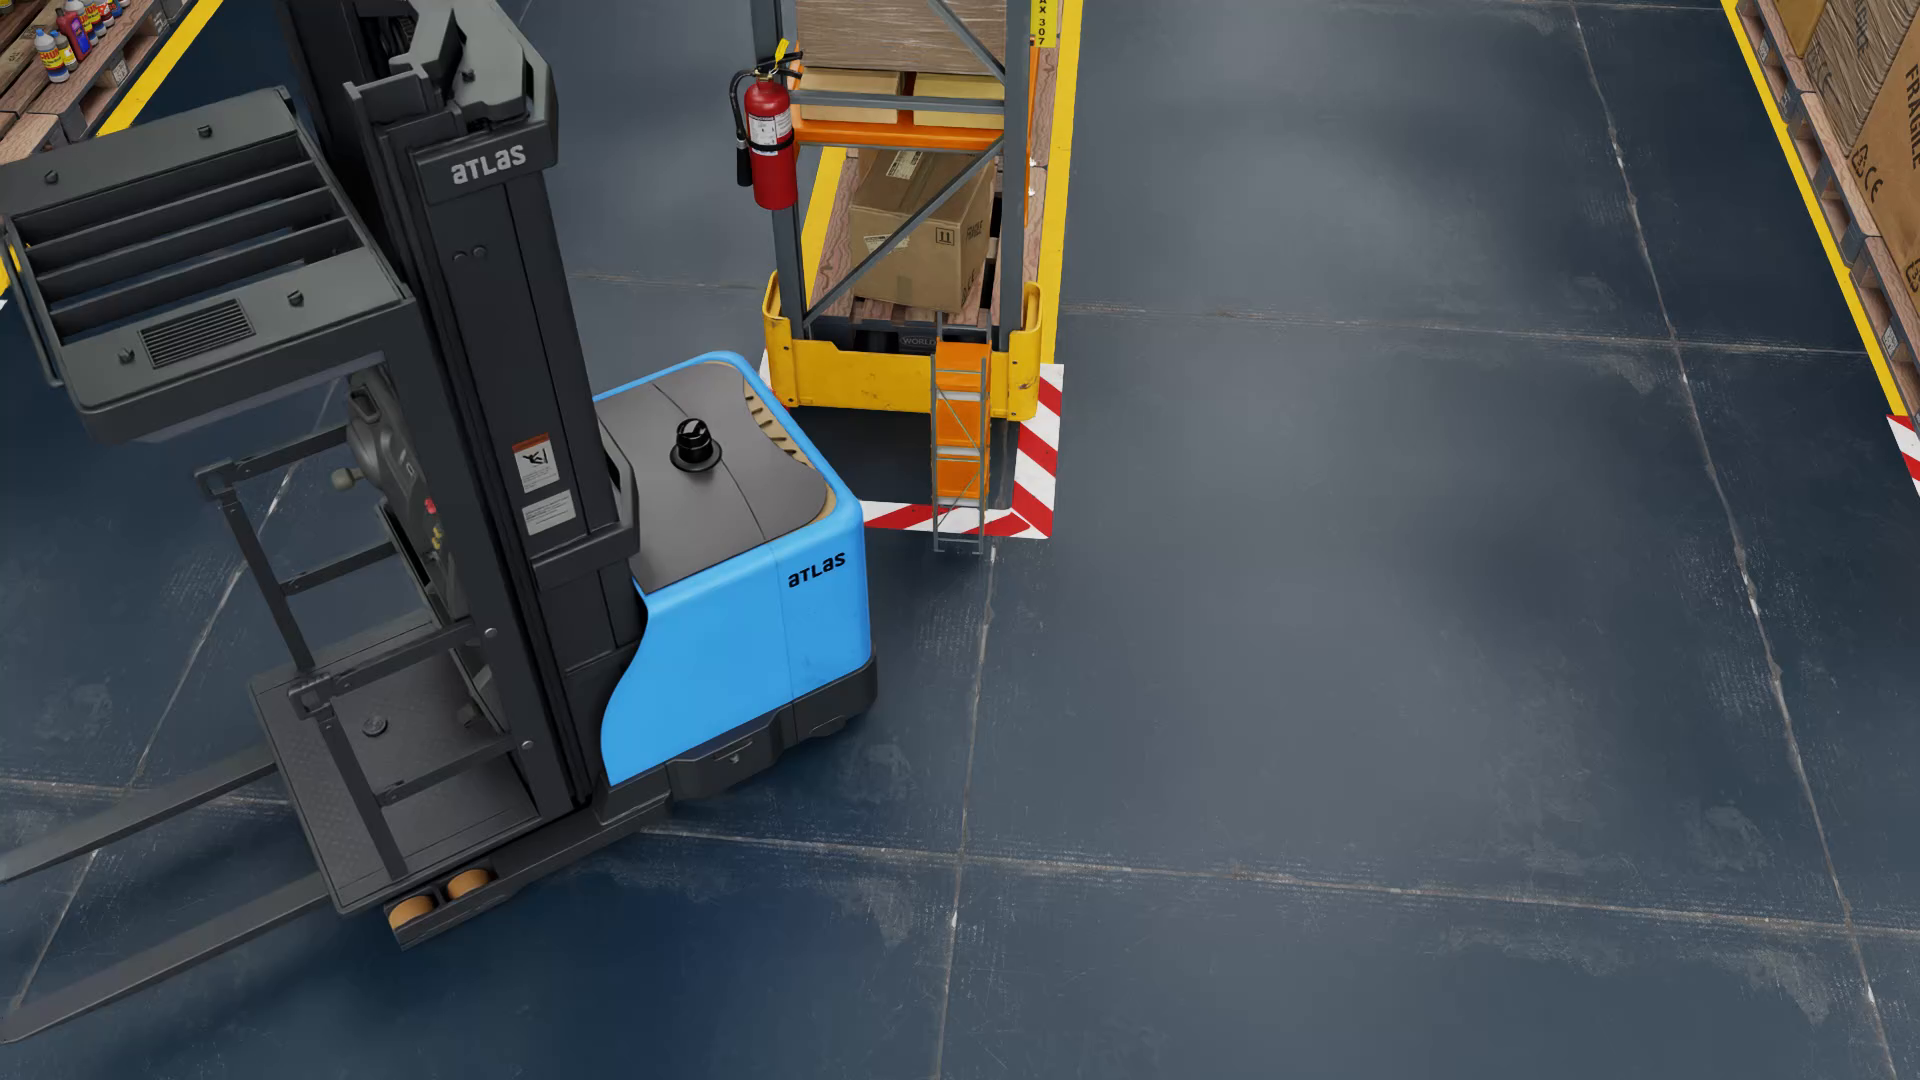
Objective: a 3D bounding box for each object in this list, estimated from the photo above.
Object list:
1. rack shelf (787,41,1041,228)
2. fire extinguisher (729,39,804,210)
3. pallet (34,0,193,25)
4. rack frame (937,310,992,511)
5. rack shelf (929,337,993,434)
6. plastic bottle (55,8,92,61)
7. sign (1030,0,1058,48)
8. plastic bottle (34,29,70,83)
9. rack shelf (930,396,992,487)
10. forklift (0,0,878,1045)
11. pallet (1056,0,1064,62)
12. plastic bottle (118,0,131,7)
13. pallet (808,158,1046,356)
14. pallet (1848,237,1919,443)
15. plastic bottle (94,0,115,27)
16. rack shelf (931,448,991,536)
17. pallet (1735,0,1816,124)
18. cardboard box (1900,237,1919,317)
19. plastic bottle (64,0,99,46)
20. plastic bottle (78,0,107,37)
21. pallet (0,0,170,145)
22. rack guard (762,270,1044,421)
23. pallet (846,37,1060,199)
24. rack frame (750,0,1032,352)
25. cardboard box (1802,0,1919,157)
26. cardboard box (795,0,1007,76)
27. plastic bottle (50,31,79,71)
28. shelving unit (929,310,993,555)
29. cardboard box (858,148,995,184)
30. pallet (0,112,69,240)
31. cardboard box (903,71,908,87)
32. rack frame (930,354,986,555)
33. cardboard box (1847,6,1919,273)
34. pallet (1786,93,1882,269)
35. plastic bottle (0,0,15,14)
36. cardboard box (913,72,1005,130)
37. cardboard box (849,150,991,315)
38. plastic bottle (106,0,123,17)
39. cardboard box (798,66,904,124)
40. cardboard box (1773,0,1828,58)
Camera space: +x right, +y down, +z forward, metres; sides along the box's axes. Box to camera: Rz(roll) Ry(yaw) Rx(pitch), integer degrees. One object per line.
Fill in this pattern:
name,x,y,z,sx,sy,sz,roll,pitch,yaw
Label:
rack shelf,-0.063,-2.863,7.850,1.077,0.370,4.000,4,48,4
fire extinguisher,-0.714,-1.557,6.220,0.296,0.674,0.183,4,48,4
pallet,-4.915,-3.477,9.813,1.003,0.211,1.213,4,48,4
rack frame,0.016,-0.483,6.506,0.200,1.050,0.008,4,48,4
rack shelf,0.005,-0.578,6.223,0.215,0.259,0.240,4,48,4
plastic bottle,-4.663,-2.678,8.735,0.061,0.283,0.133,5,48,4
sign,0.296,-1.892,5.887,0.100,0.325,0.005,4,48,4
plastic bottle,-4.702,-2.509,8.588,0.097,0.271,0.097,0,48,0
rack shelf,0.005,-0.386,6.432,0.215,0.259,0.240,4,48,4
forklift,-1.828,-0.095,4.877,3.031,2.935,1.130,-24,52,-21
pallet,0.094,-3.139,9.504,1.003,0.211,1.213,4,48,4
plastic bottle,-4.633,-3.034,9.117,0.097,0.201,0.097,0,48,0
pallet,-0.129,-1.346,7.864,1.003,0.211,1.213,4,48,4
pallet,4.680,-0.880,7.438,1.003,0.211,1.213,4,48,4
plastic bottle,-4.652,-2.883,8.978,0.097,0.201,0.097,0,48,0
rack shelf,0.005,-0.199,6.637,0.215,0.259,0.240,4,48,4
pallet,4.903,-2.673,9.078,1.003,0.211,1.213,4,48,4
cardboard box,4.681,-1.156,6.956,0.875,0.875,0.875,4,48,4
plastic bottle,-4.670,-2.760,8.819,0.097,0.271,0.097,0,48,0
plastic bottle,-4.661,-2.834,8.886,0.097,0.271,0.097,0,48,0
pallet,-5.024,-2.578,8.991,1.003,0.211,1.213,4,48,4
rack guard,-0.238,-0.849,7.213,1.175,0.500,0.348,4,48,4
pallet,-0.015,-2.240,8.682,1.003,0.211,1.213,4,48,4
rack frame,-0.245,-1.637,6.240,1.000,3.000,0.127,4,48,4
cardboard box,4.844,-2.473,8.160,0.875,0.875,0.875,4,48,4
cardboard box,-0.167,-2.173,6.461,0.875,0.500,0.500,4,48,4
plastic bottle,-4.692,-2.561,8.684,0.097,0.201,0.097,0,48,0
shelving unit,0.005,-0.394,6.424,0.215,1.050,0.252,4,48,4
cardboard box,-0.151,-1.834,7.830,0.500,0.500,0.500,15,49,14
pallet,-5.138,-1.684,8.173,1.003,0.211,1.213,4,48,4
cardboard box,-0.401,-1.959,6.705,0.380,0.149,0.250,4,48,4
rack frame,-0.006,-0.304,6.342,0.200,1.050,0.008,4,48,4
cardboard box,4.759,-1.803,7.547,0.875,0.875,0.875,3,48,3
pallet,4.794,-1.774,8.256,1.003,0.211,1.213,4,48,4
plastic bottle,-5.248,-2.984,9.071,0.097,0.201,0.097,0,48,0
cardboard box,0.019,-1.745,6.510,0.380,0.149,0.250,4,48,4
cardboard box,-0.171,-1.392,7.426,0.500,0.500,0.500,12,49,11
plastic bottle,-4.643,-2.983,9.022,0.097,0.271,0.097,0,48,0
cardboard box,-0.424,-1.775,6.537,0.380,0.149,0.250,4,48,4
cardboard box,4.923,-3.135,8.766,0.875,0.875,0.875,5,48,4
